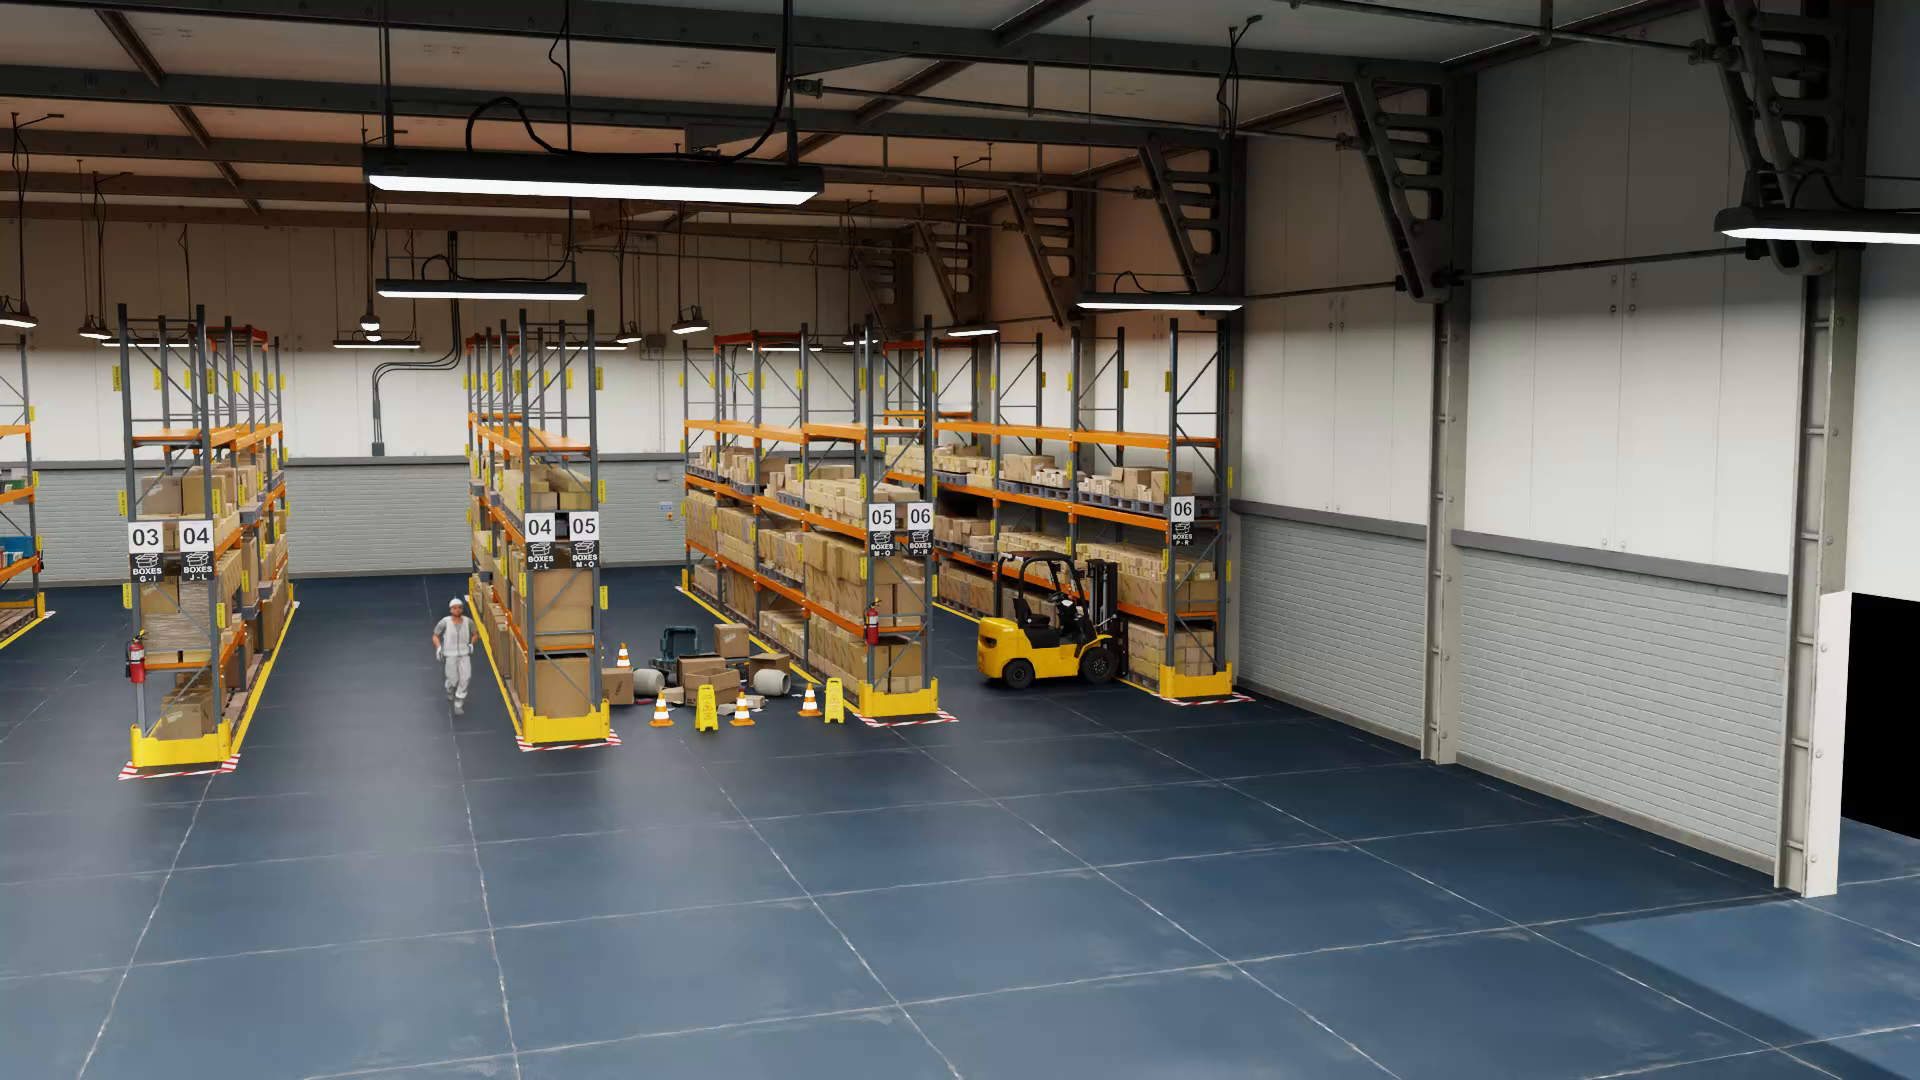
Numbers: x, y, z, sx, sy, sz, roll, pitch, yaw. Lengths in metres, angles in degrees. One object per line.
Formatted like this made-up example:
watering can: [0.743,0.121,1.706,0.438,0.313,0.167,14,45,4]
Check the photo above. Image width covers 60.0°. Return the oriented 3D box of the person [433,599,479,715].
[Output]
person: [-7.635,1.761,25.230,0.654,1.751,0.598,-3,6,-27]

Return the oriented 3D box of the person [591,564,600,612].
person: [-8.019,0.849,35.544,0.615,1.595,0.552,-2,6,-22]

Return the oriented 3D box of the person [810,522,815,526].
person: [-3.251,0.365,36.701,0.673,1.758,0.785,-2,6,-21]
